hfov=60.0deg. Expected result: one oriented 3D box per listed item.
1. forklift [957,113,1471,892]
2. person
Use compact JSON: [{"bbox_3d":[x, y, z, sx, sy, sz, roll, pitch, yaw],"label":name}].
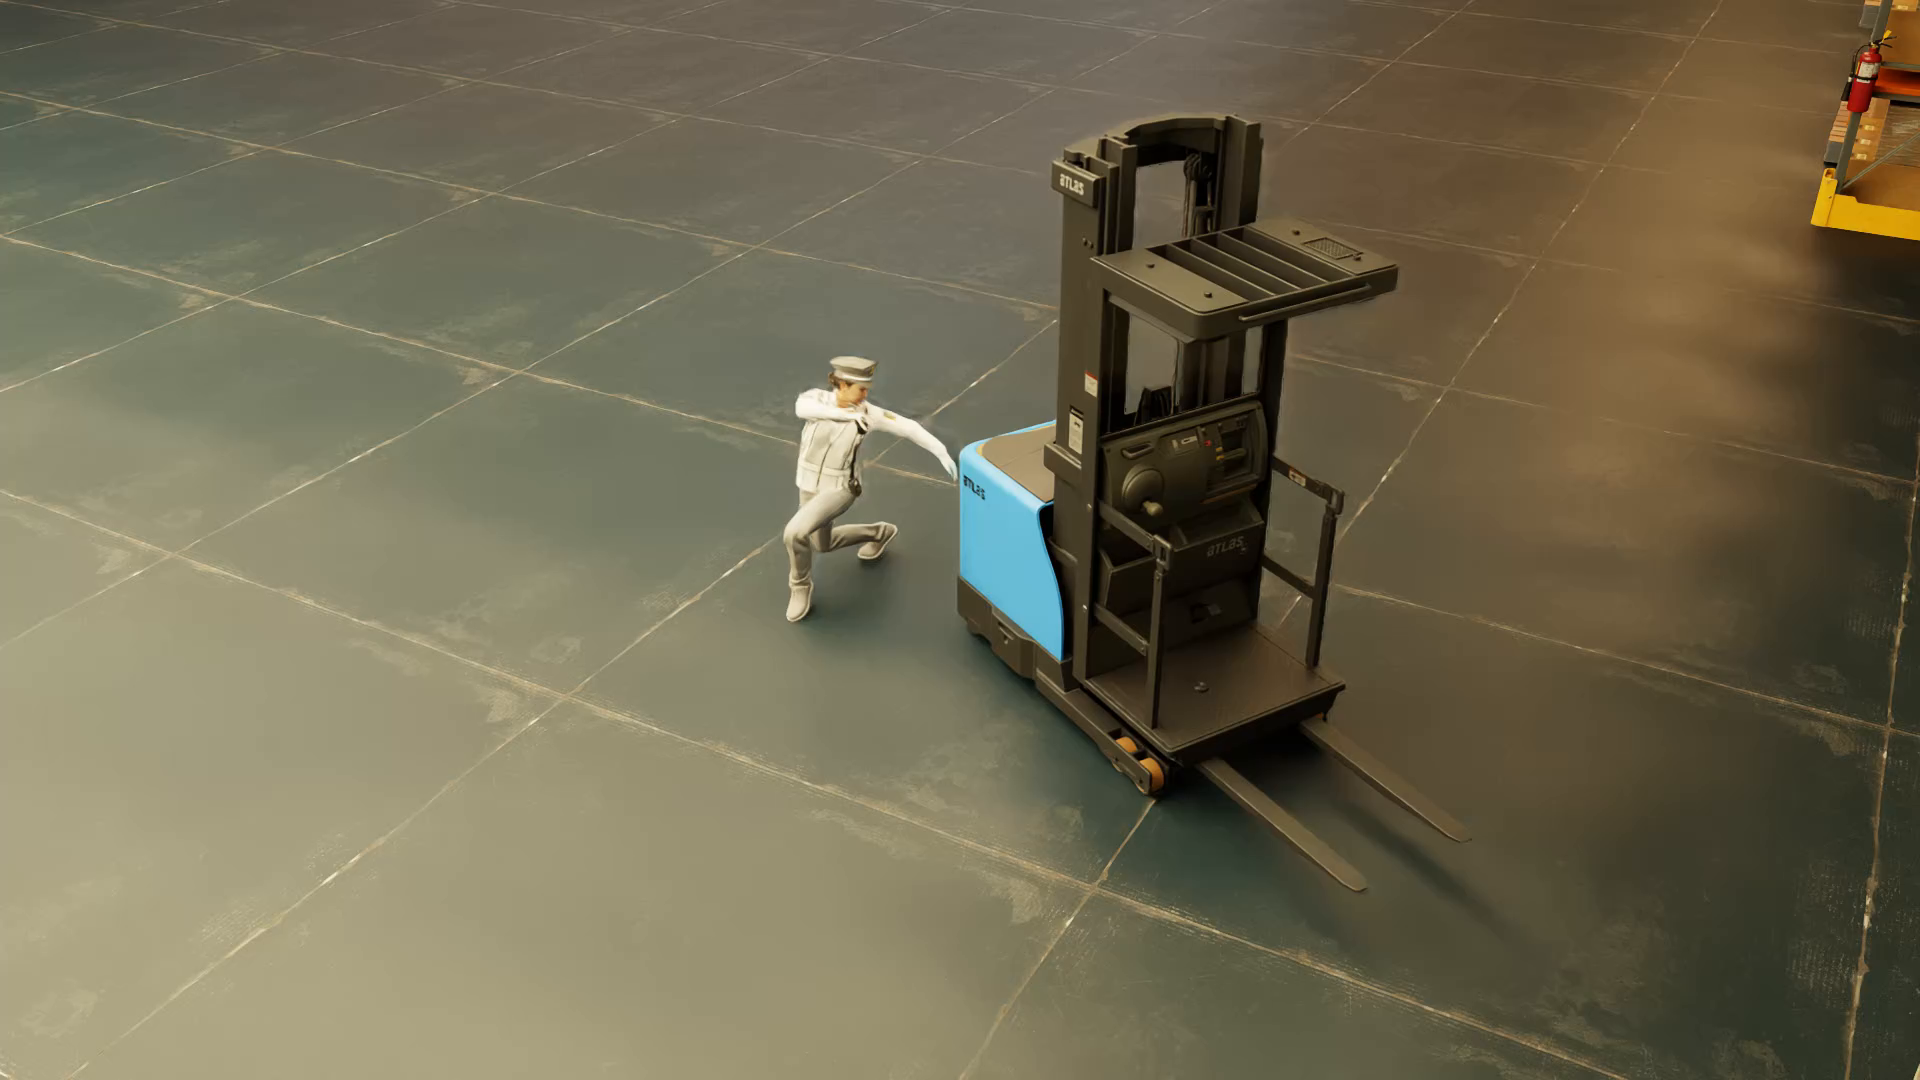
[{"bbox_3d":[1.176,-0.330,7.642,1.130,2.935,3.031,-17,34,-27],"label":"forklift"},{"bbox_3d":[-0.531,-0.303,9.152,0.823,1.384,0.950,14,33,22],"label":"person"}]
